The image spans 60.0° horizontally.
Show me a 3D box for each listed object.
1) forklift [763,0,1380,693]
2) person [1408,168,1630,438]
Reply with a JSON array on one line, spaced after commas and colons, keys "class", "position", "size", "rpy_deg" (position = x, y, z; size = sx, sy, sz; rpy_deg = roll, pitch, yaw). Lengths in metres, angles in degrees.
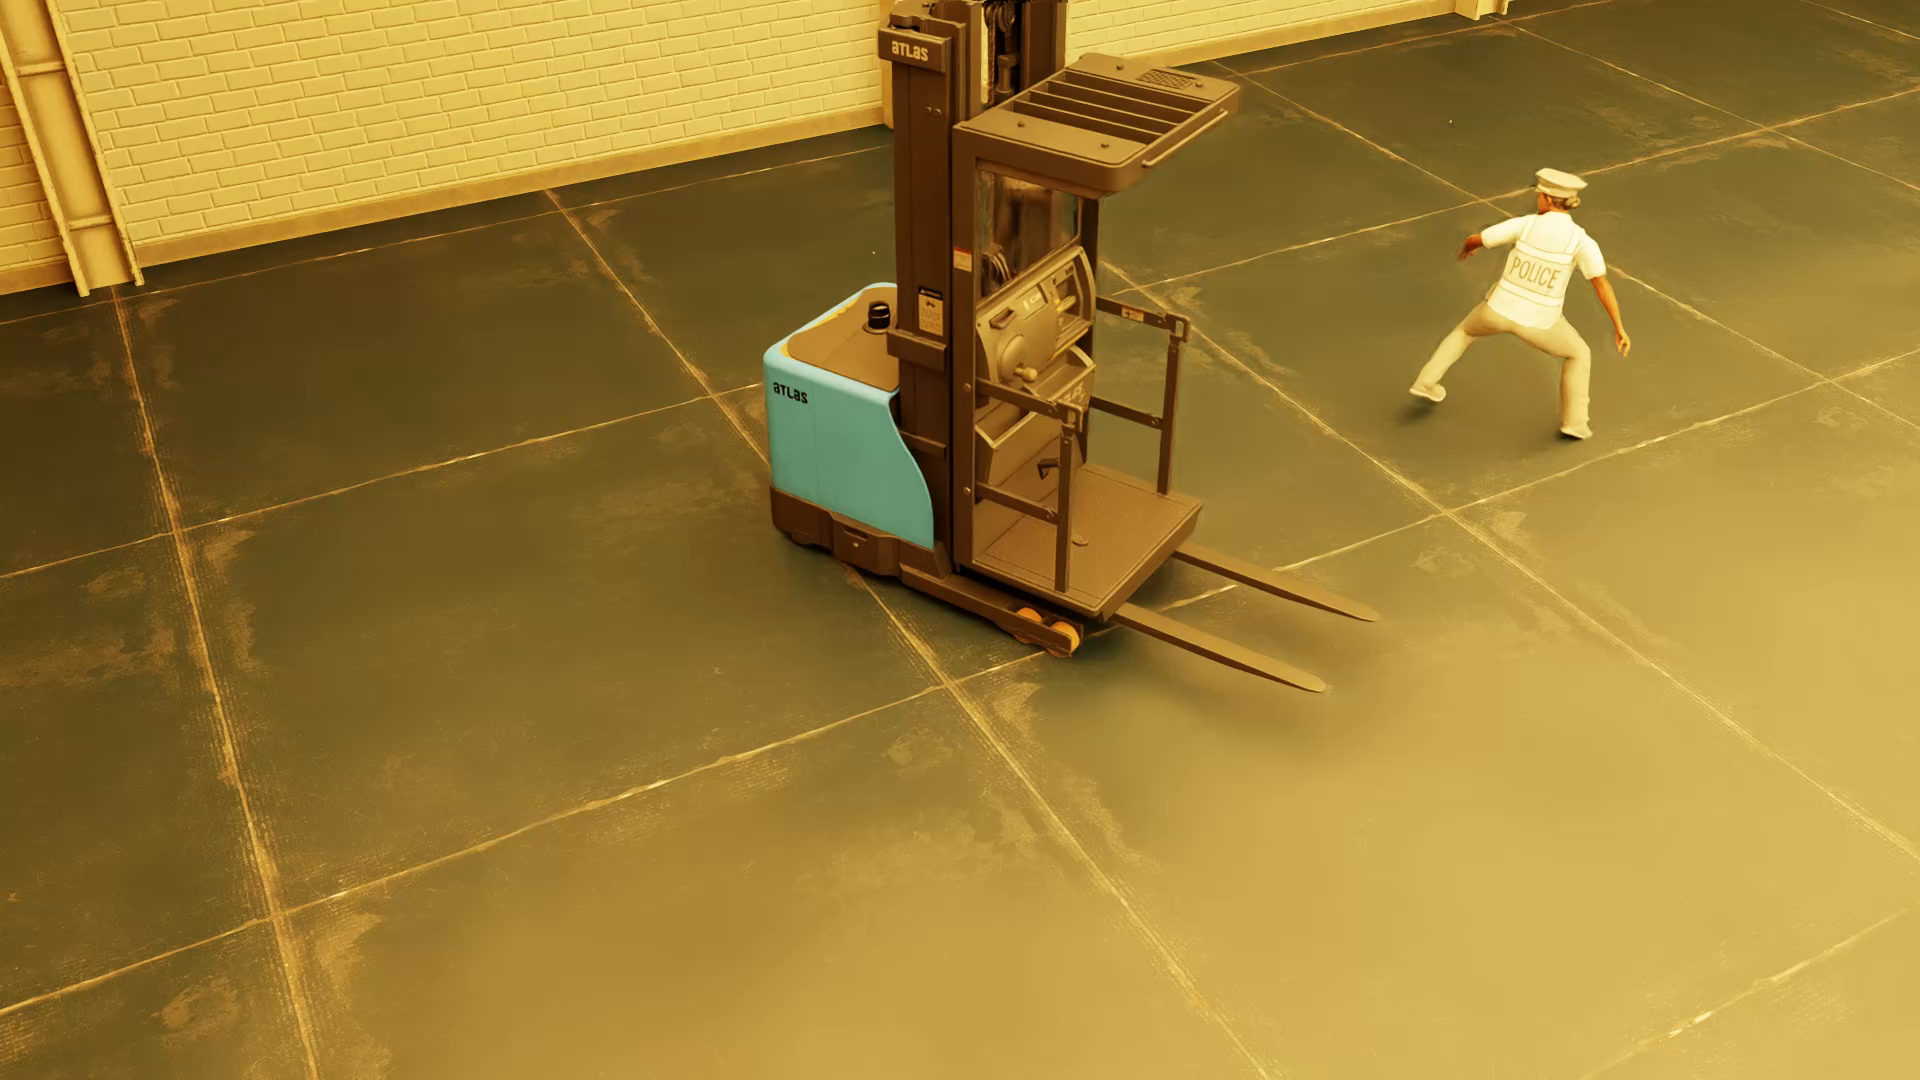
[{"class": "forklift", "position": [0.527, -0.992, 7.526], "size": [3.031, 2.935, 1.130], "rpy_deg": [21, 40, 27]}, {"class": "person", "position": [3.183, -1.246, 9.191], "size": [1.106, 1.577, 0.510], "rpy_deg": [21, 40, 27]}]
